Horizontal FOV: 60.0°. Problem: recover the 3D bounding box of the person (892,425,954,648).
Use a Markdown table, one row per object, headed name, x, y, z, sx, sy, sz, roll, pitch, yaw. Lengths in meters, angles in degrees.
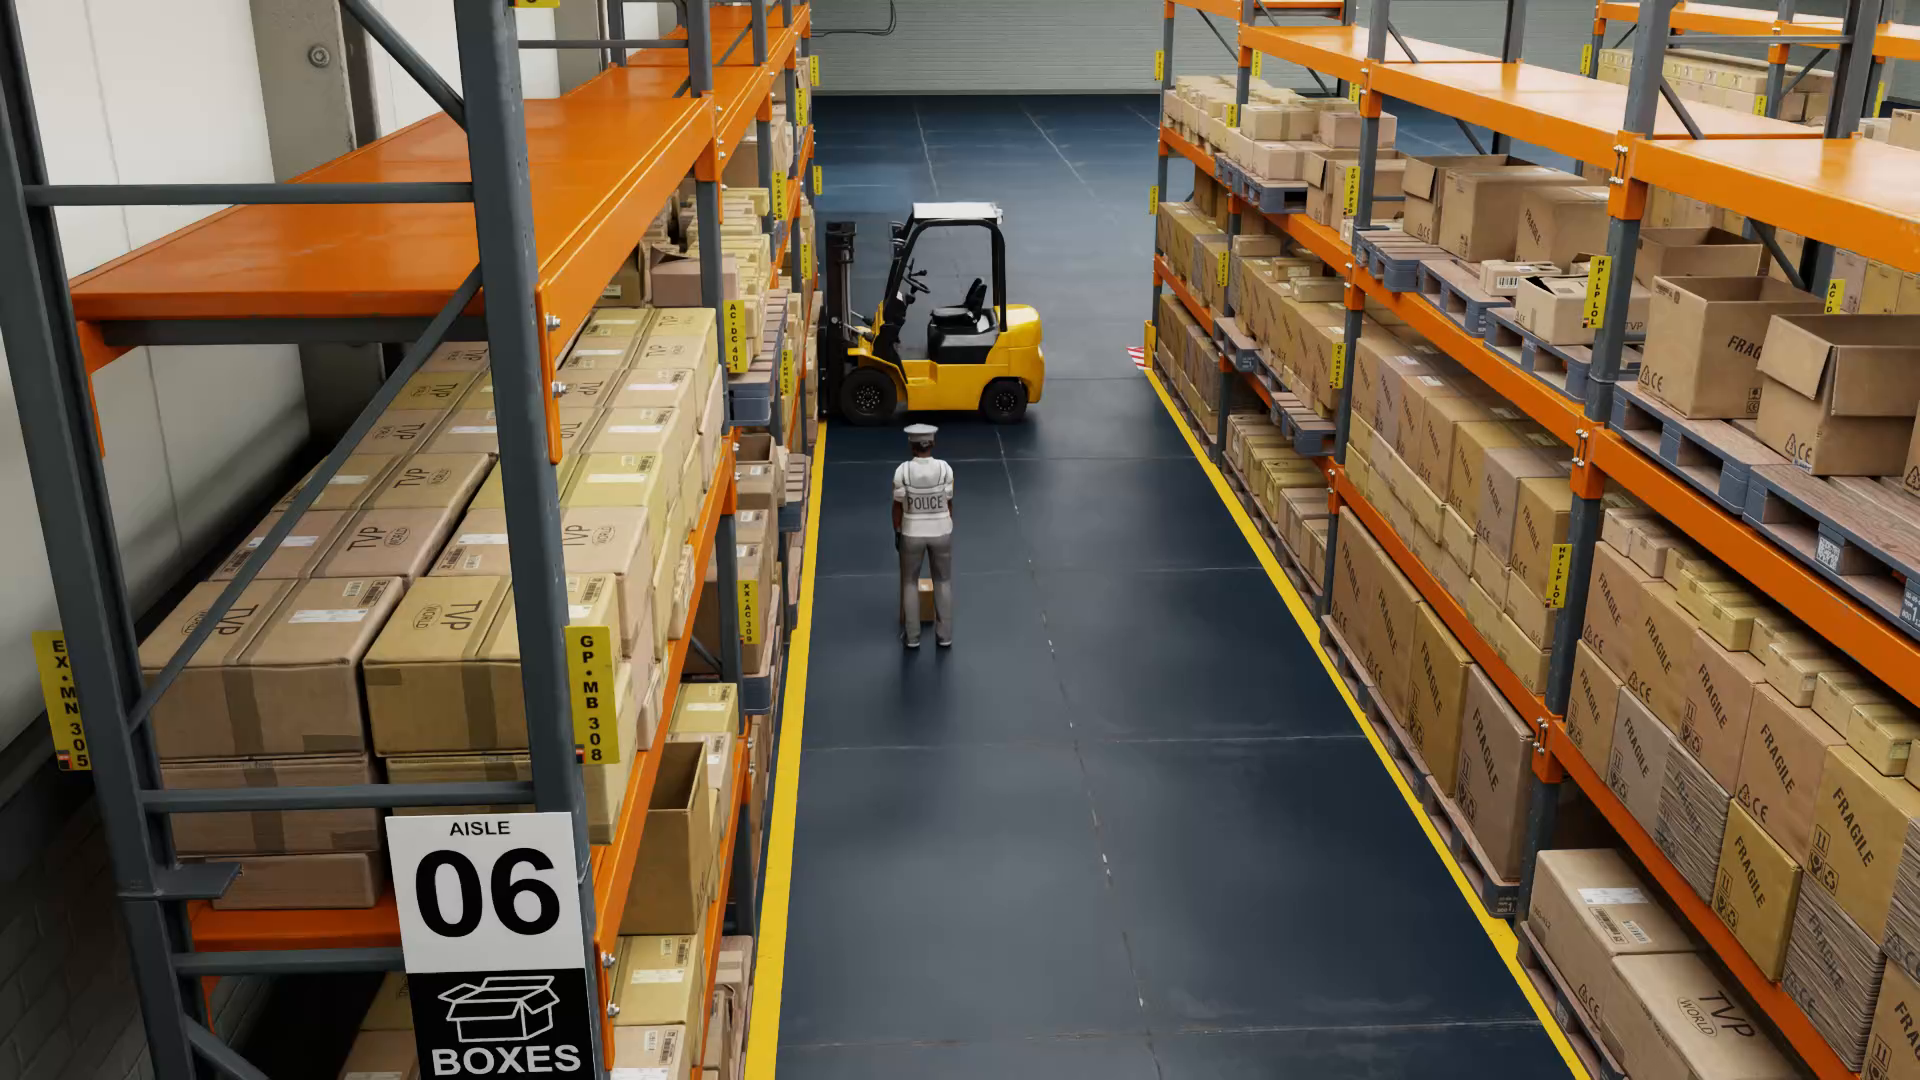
| name | x | y | z | sx | sy | sz | roll | pitch | yaw |
| --- | --- | --- | --- | --- | --- | --- | --- | --- | --- |
| person | -0.267 | -0.018 | 11.973 | 0.441 | 1.654 | 0.337 | -3 | 21 | -7 |
